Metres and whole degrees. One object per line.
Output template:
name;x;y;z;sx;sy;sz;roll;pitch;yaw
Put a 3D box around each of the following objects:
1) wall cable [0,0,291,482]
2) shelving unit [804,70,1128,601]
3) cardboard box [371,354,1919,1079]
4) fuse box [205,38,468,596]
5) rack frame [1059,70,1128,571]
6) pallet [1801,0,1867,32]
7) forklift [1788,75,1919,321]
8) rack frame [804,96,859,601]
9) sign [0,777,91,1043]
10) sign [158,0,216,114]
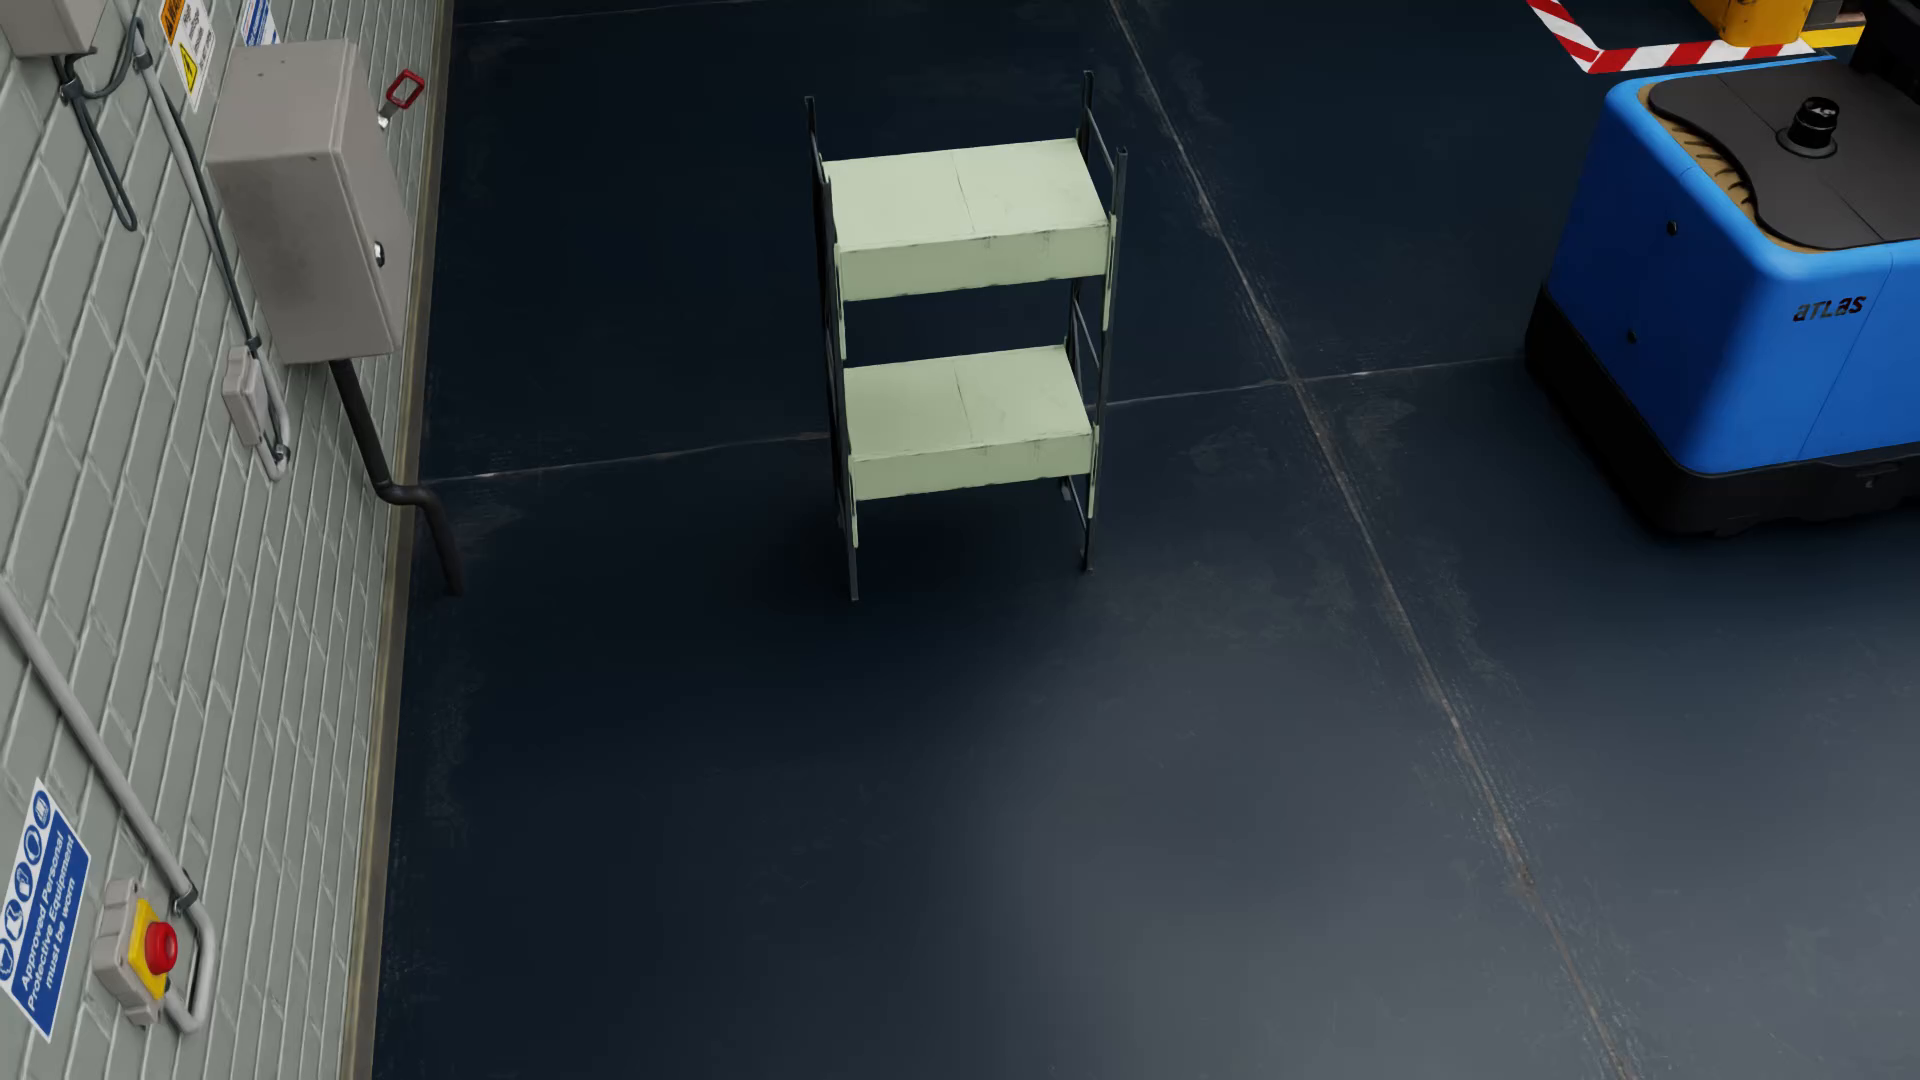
wall cable;-1.555;-0.762;3.195;0.122;1.984;0.588;-7;46;-7
shelving unit;0.007;-0.521;4.711;0.755;1.500;0.400;-7;46;-7
cardboard box;5.311;0.540;3.654;13.522;1.550;6.103;-8;47;-7
fuse box;-1.516;-0.466;4.510;0.414;1.711;0.539;-7;46;-7
rack frame;0.367;-0.566;4.754;0.023;1.500;0.400;-7;46;-7
pallet;4.261;-2.775;7.777;1.213;0.211;1.003;-7;46;-7
forklift;3.595;-1.546;4.766;2.937;2.843;1.107;-9;47;-9
rack frame;-0.354;-0.476;4.667;0.023;1.500;0.400;-7;46;-7
sign;-1.354;0.544;2.455;0.001;0.218;0.327;-7;46;-7
sign;-1.711;-1.135;3.687;0.001;0.242;0.339;-7;46;-7
